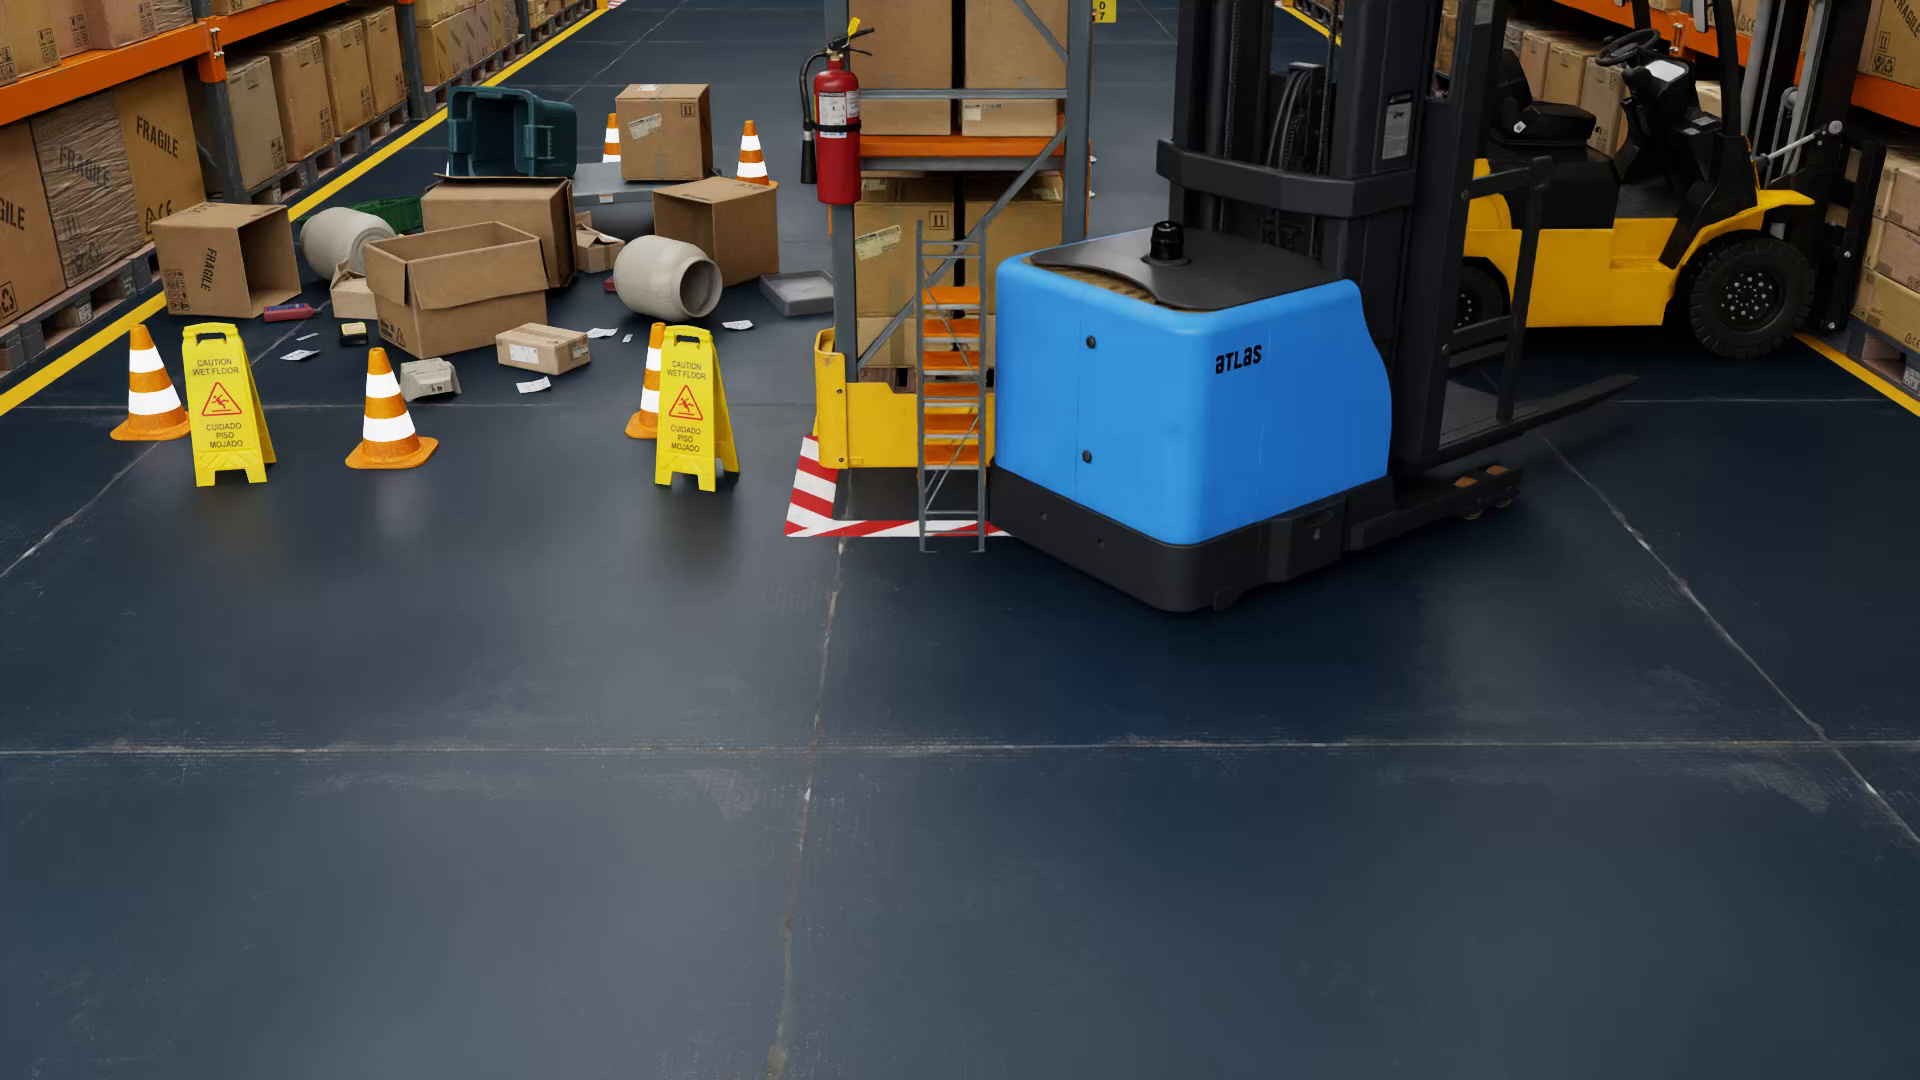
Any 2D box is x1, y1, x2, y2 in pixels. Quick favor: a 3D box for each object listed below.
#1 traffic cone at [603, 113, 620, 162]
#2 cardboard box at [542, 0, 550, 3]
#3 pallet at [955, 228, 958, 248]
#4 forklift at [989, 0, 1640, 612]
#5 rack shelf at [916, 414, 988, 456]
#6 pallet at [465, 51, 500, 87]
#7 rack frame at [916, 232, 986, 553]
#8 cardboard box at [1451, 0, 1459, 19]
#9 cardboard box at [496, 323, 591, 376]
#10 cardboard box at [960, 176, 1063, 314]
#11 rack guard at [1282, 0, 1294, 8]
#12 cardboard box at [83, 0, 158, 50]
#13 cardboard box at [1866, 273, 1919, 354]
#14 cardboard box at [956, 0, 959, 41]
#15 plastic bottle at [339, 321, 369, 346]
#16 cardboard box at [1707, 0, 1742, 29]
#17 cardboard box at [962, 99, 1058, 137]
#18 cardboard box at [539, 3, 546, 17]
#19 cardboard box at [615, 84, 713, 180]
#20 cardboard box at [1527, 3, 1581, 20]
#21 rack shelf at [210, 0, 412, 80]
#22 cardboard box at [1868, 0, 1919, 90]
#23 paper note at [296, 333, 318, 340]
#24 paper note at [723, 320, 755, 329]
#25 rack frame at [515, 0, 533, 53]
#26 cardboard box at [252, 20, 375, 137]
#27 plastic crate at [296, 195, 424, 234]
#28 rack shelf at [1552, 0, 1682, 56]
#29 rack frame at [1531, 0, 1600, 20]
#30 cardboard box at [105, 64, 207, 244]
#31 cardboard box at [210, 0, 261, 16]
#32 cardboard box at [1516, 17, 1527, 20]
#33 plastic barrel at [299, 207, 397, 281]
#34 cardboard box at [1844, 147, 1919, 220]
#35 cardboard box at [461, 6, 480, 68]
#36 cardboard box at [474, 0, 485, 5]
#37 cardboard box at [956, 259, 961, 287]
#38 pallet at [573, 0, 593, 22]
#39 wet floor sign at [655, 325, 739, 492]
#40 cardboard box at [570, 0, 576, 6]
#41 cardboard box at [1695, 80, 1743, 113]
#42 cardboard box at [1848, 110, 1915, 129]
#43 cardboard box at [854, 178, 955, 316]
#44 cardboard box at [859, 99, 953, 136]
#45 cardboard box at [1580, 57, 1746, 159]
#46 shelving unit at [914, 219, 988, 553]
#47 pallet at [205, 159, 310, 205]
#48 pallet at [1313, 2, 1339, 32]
[{"bbox_3d":[-2.466,-2.817,11.916,0.336,0.463,0.334,0,24,-1],"label":"traffic cone"},{"bbox_3d":[-4.880,-6.193,18.892,0.380,0.149,0.250,1,24,2],"label":"cardboard box"},{"bbox_3d":[-0.007,-1.806,9.986,1.003,0.211,1.213,0,24,-1],"label":"pallet"},{"bbox_3d":[1.583,-1.566,6.155,3.031,2.935,1.130,-18,30,-34],"label":"forklift"},{"bbox_3d":[-0.030,-0.388,6.051,0.258,0.103,0.180,0,24,0],"label":"rack shelf"},{"bbox_3d":[-5.059,-4.490,15.922,1.003,0.211,1.213,0,24,-1],"label":"pallet"},{"bbox_3d":[-0.030,-0.500,5.900,0.240,1.200,0.006,0,24,0],"label":"rack frame"},{"bbox_3d":[4.578,-4.688,14.711,0.380,0.149,0.250,-1,24,-3],"label":"cardboard box"},{"bbox_3d":[-2.040,-0.936,8.140,0.380,0.149,0.250,13,27,27],"label":"cardboard box"},{"bbox_3d":[0.261,-1.328,7.464,0.500,0.500,0.500,-1,24,-2],"label":"cardboard box"},{"bbox_3d":[4.784,-7.151,21.455,1.175,0.500,0.348,0,24,-1],"label":"rack guard"},{"bbox_3d":[-4.953,-2.979,9.014,0.875,0.550,0.550,0,24,-1],"label":"cardboard box"},{"bbox_3d":[4.641,-1.064,7.790,0.500,0.250,0.500,0,24,-1],"label":"cardboard box"},{"bbox_3d":[0.237,-2.715,8.131,0.500,0.500,0.500,-1,24,-2],"label":"cardboard box"},{"bbox_3d":[-3.113,-1.066,8.533,0.133,0.061,0.283,-9,26,-19],"label":"plastic bottle"},{"bbox_3d":[4.658,-3.238,9.649,0.500,0.500,0.500,-1,24,-2],"label":"cardboard box"},{"bbox_3d":[0.198,-1.731,6.742,0.380,0.149,0.250,0,24,0],"label":"cardboard box"},{"bbox_3d":[-4.878,-5.946,18.706,0.380,0.149,0.250,-1,24,-2],"label":"cardboard box"},{"bbox_3d":[-1.829,-2.539,10.337,0.500,0.500,0.500,0,24,-1],"label":"cardboard box"},{"bbox_3d":[5.176,-4.589,14.494,0.380,0.149,0.250,1,24,2],"label":"cardboard box"},{"bbox_3d":[-5.020,-3.785,11.853,1.077,0.370,4.000,0,24,-1],"label":"rack shelf"},{"bbox_3d":[4.687,-2.401,7.797,0.500,0.500,0.500,-1,24,-2],"label":"cardboard box"},{"bbox_3d":[-3.355,-1.045,8.547,0.032,0.001,0.123,13,27,27],"label":"paper note"},{"bbox_3d":[-1.161,-1.134,8.720,0.142,0.019,0.148,-9,26,-19],"label":"paper note"},{"bbox_3d":[-5.085,-6.585,17.171,1.000,3.000,0.127,0,24,-1],"label":"rack frame"},{"bbox_3d":[-5.112,-3.492,12.551,1.050,0.750,0.750,0,24,0],"label":"cardboard box"},{"bbox_3d":[-3.686,-1.968,10.304,0.450,0.188,0.662,3,22,31],"label":"plastic crate"},{"bbox_3d":[4.892,-3.873,12.047,1.077,0.370,4.000,0,24,-1],"label":"rack shelf"},{"bbox_3d":[4.870,-5.025,13.720,1.000,3.000,0.127,0,24,-1],"label":"rack frame"},{"bbox_3d":[-5.061,-2.253,9.660,0.875,0.875,0.875,0,24,0],"label":"cardboard box"},{"bbox_3d":[-4.735,-3.552,10.343,0.500,0.500,0.500,0,24,0],"label":"cardboard box"},{"bbox_3d":[5.160,-4.455,14.983,0.500,0.500,0.500,0,24,0],"label":"cardboard box"},{"bbox_3d":[-3.452,-1.655,9.395,0.512,0.421,0.421,19,30,35],"label":"plastic barrel"},{"bbox_3d":[4.614,-1.729,8.047,0.500,0.250,0.500,0,24,0],"label":"cardboard box"},{"bbox_3d":[-4.814,-4.701,15.528,0.500,0.500,0.500,-1,24,-2],"label":"cardboard box"},{"bbox_3d":[-4.812,-5.244,15.819,0.500,0.250,0.500,-1,24,-3],"label":"cardboard box"},{"bbox_3d":[0.245,-1.412,8.559,0.500,0.250,0.500,1,24,3],"label":"cardboard box"},{"bbox_3d":[-5.155,-6.597,20.580,1.003,0.211,1.213,0,24,-1],"label":"pallet"},{"bbox_3d":[-1.074,-0.549,6.680,0.267,0.644,0.232,8,26,18],"label":"wet floor sign"},{"bbox_3d":[-4.813,-6.489,19.907,0.380,0.149,0.250,-1,24,-3],"label":"cardboard box"},{"bbox_3d":[4.605,-2.570,9.906,0.500,0.250,0.500,-1,24,-1],"label":"cardboard box"},{"bbox_3d":[5.125,-2.152,8.981,0.500,0.250,0.500,0,24,0],"label":"cardboard box"},{"bbox_3d":[-0.275,-1.314,7.432,0.500,0.500,0.500,0,24,0],"label":"cardboard box"},{"bbox_3d":[-0.224,-1.743,6.769,0.380,0.149,0.250,1,24,1],"label":"cardboard box"},{"bbox_3d":[4.896,-3.021,11.661,0.875,0.625,0.625,0,24,-1],"label":"cardboard box"},{"bbox_3d":[-0.030,-0.538,5.983,0.258,1.200,0.189,0,24,0],"label":"shelving unit"},{"bbox_3d":[-5.082,-2.336,11.159,1.003,0.211,1.213,0,24,-1],"label":"pallet"},{"bbox_3d":[4.804,-6.190,19.680,1.003,0.211,1.213,0,24,-1],"label":"pallet"}]
